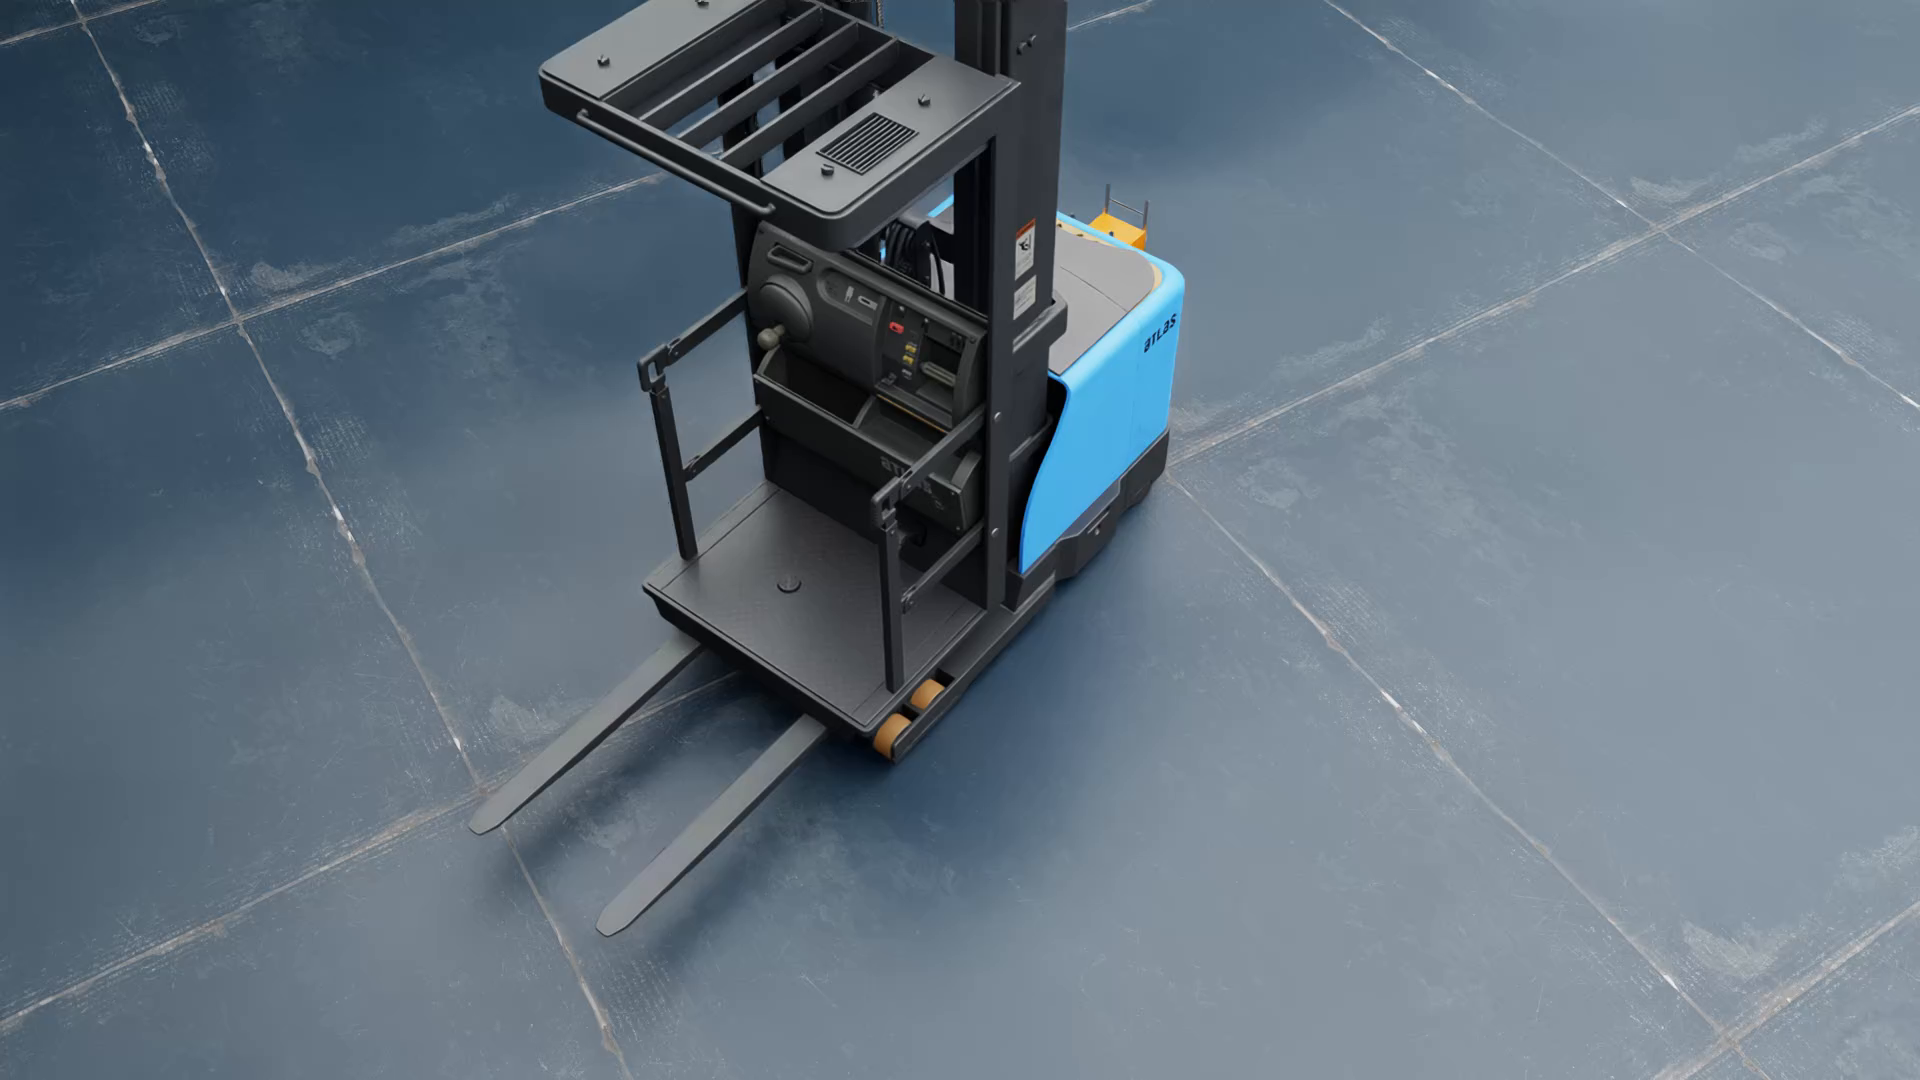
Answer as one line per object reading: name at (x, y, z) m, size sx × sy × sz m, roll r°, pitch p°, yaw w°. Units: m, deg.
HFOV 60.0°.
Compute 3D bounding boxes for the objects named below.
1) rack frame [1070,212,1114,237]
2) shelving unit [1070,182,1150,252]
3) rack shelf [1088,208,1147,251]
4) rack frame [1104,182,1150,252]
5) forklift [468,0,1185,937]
rack frame at (0.507, -0.868, 6.765) m, size 0.200 × 1.050 × 0.008 m, roll 30°, pitch 55°, yaw 24°
shelving unit at (0.582, -0.940, 6.829) m, size 0.215 × 1.050 × 0.252 m, roll 30°, pitch 55°, yaw 24°
rack shelf at (0.582, -1.121, 6.625) m, size 0.215 × 0.259 × 0.240 m, roll 30°, pitch 55°, yaw 24°
rack frame at (0.657, -1.012, 6.893) m, size 0.200 × 1.050 × 0.008 m, roll 30°, pitch 55°, yaw 24°
forklift at (-0.452, -0.610, 5.276) m, size 1.130 × 2.935 × 3.031 m, roll 30°, pitch 55°, yaw 24°
